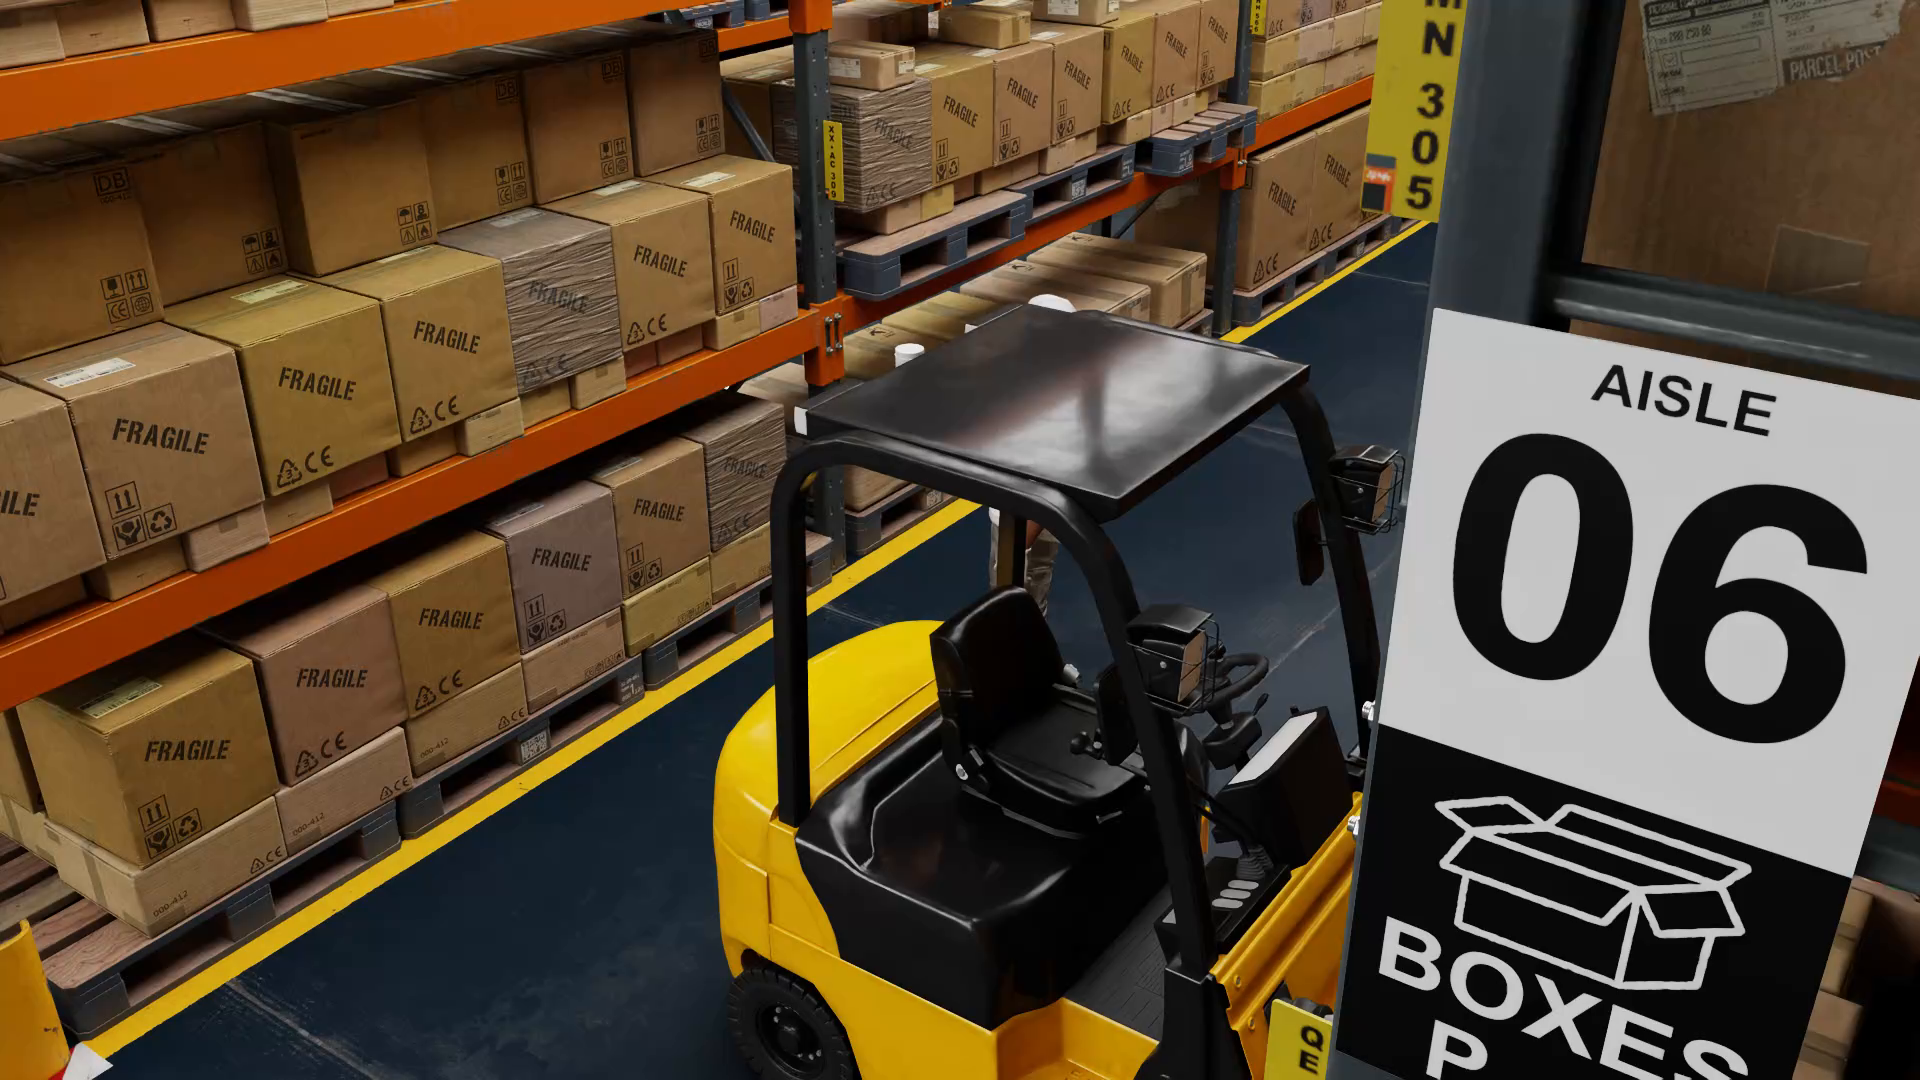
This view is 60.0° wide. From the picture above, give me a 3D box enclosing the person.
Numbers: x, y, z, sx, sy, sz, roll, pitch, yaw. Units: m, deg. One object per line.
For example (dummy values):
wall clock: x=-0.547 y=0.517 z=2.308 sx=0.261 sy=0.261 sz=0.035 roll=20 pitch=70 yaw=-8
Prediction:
person: x=0.182 y=-0.080 z=6.237 sx=0.576 sy=1.778 sz=0.657 roll=1 pitch=27 yaw=3
